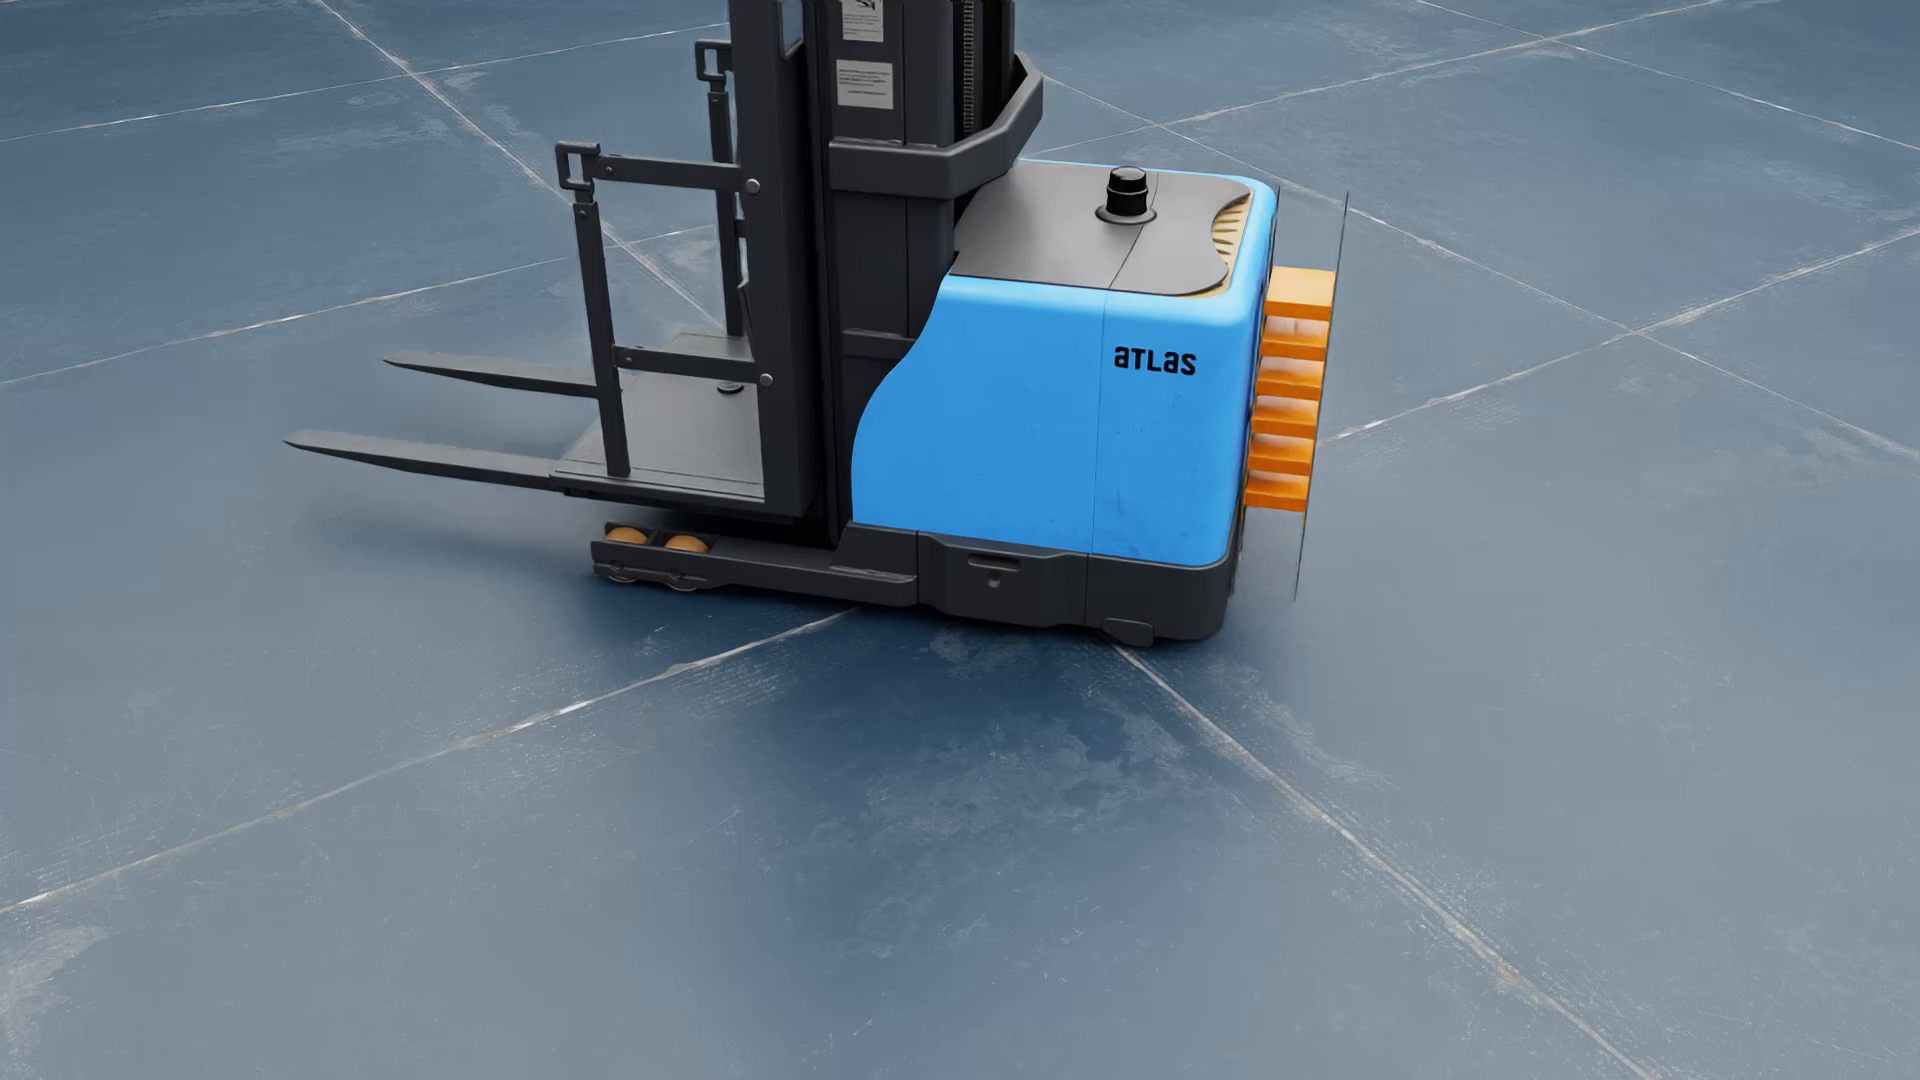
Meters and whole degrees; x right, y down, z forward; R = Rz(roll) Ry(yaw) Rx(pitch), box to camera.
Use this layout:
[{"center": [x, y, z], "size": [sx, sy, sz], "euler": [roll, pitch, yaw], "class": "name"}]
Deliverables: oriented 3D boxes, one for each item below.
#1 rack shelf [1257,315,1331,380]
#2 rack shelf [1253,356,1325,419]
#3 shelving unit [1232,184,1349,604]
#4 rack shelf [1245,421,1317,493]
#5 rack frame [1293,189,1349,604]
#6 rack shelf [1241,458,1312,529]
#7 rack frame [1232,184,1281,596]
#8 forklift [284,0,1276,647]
[{"center": [0.935, -0.557, 4.642], "size": [0.180, 0.103, 0.258], "euler": [7, 33, 12], "class": "rack shelf"}, {"center": [0.935, -0.456, 4.706], "size": [0.180, 0.103, 0.258], "euler": [7, 33, 12], "class": "rack shelf"}, {"center": [0.935, -0.392, 4.747], "size": [0.189, 1.200, 0.258], "euler": [7, 33, 12], "class": "shelving unit"}, {"center": [0.935, -0.253, 4.834], "size": [0.180, 0.103, 0.258], "euler": [7, 33, 12], "class": "rack shelf"}, {"center": [1.024, -0.380, 4.728], "size": [0.006, 1.200, 0.240], "euler": [7, 33, 12], "class": "rack frame"}, {"center": [0.935, -0.151, 4.898], "size": [0.180, 0.103, 0.258], "euler": [7, 33, 12], "class": "rack shelf"}, {"center": [0.846, -0.404, 4.765], "size": [0.006, 1.200, 0.240], "euler": [7, 33, 12], "class": "rack frame"}, {"center": [-0.624, -1.312, 4.665], "size": [3.031, 2.843, 1.129], "euler": [7, 33, 12], "class": "forklift"}]
